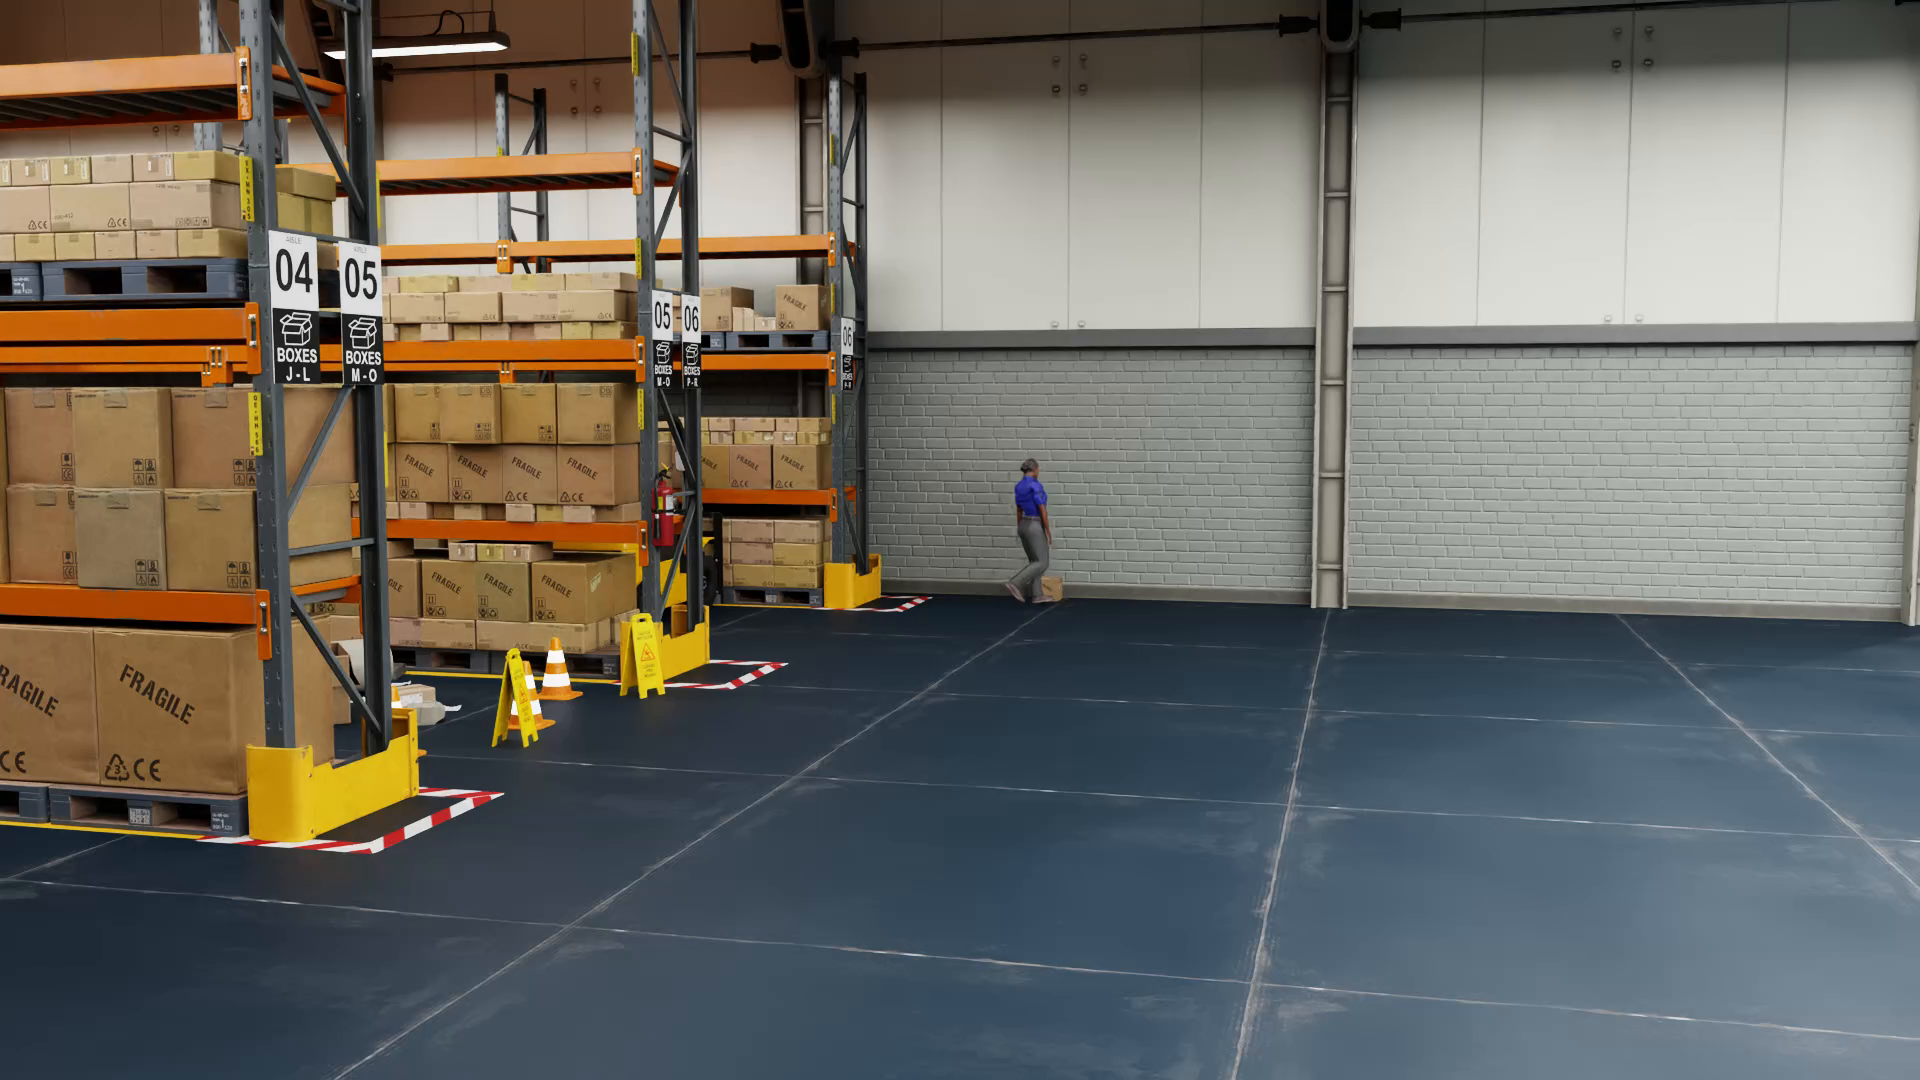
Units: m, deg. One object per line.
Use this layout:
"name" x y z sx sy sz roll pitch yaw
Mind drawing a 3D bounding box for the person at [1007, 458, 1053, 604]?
"person" 0.794 -0.090 18.537 0.697 1.633 0.484 -3 6 -31
